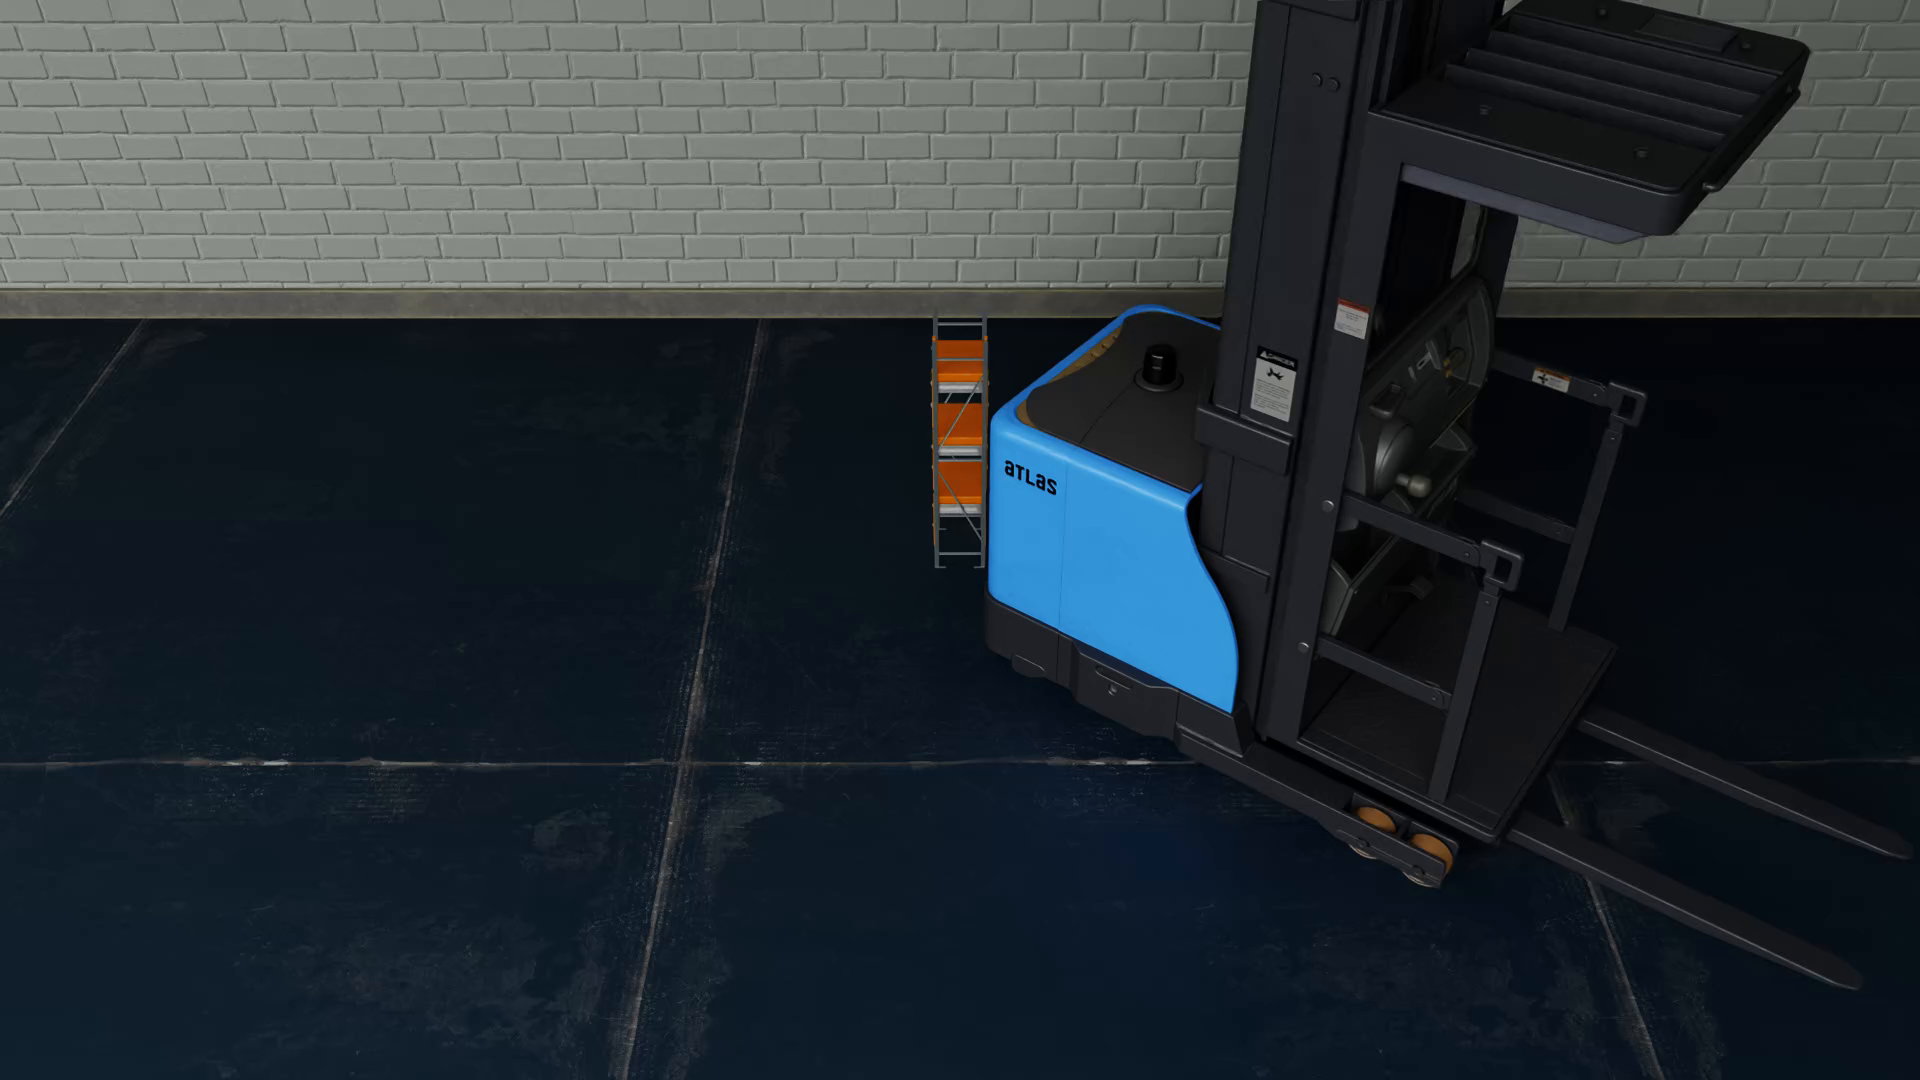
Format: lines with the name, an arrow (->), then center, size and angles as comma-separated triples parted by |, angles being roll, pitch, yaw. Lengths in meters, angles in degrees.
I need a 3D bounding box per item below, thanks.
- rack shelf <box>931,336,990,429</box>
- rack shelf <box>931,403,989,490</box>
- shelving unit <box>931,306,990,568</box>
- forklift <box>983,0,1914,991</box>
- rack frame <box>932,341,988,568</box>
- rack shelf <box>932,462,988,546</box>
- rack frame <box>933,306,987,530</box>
rack shelf -> 0.000, -0.589, 6.209 | 0.215, 0.259, 0.240 | 0, 39, 0
rack shelf -> 0.000, -0.368, 6.387 | 0.215, 0.259, 0.240 | 0, 39, 0
shelving unit -> 0.000, -0.376, 6.380 | 0.215, 1.050, 0.252 | 0, 39, 0
forklift -> 1.570, -0.409, 4.917 | 3.031, 2.935, 1.130 | 25, 45, 28
rack frame -> 0.000, -0.300, 6.285 | 0.200, 1.050, 0.008 | 0, 39, 0
rack shelf -> 0.000, -0.151, 6.560 | 0.215, 0.259, 0.240 | 0, 39, 0
rack frame -> 0.000, -0.453, 6.475 | 0.200, 1.050, 0.008 | 0, 39, 0
